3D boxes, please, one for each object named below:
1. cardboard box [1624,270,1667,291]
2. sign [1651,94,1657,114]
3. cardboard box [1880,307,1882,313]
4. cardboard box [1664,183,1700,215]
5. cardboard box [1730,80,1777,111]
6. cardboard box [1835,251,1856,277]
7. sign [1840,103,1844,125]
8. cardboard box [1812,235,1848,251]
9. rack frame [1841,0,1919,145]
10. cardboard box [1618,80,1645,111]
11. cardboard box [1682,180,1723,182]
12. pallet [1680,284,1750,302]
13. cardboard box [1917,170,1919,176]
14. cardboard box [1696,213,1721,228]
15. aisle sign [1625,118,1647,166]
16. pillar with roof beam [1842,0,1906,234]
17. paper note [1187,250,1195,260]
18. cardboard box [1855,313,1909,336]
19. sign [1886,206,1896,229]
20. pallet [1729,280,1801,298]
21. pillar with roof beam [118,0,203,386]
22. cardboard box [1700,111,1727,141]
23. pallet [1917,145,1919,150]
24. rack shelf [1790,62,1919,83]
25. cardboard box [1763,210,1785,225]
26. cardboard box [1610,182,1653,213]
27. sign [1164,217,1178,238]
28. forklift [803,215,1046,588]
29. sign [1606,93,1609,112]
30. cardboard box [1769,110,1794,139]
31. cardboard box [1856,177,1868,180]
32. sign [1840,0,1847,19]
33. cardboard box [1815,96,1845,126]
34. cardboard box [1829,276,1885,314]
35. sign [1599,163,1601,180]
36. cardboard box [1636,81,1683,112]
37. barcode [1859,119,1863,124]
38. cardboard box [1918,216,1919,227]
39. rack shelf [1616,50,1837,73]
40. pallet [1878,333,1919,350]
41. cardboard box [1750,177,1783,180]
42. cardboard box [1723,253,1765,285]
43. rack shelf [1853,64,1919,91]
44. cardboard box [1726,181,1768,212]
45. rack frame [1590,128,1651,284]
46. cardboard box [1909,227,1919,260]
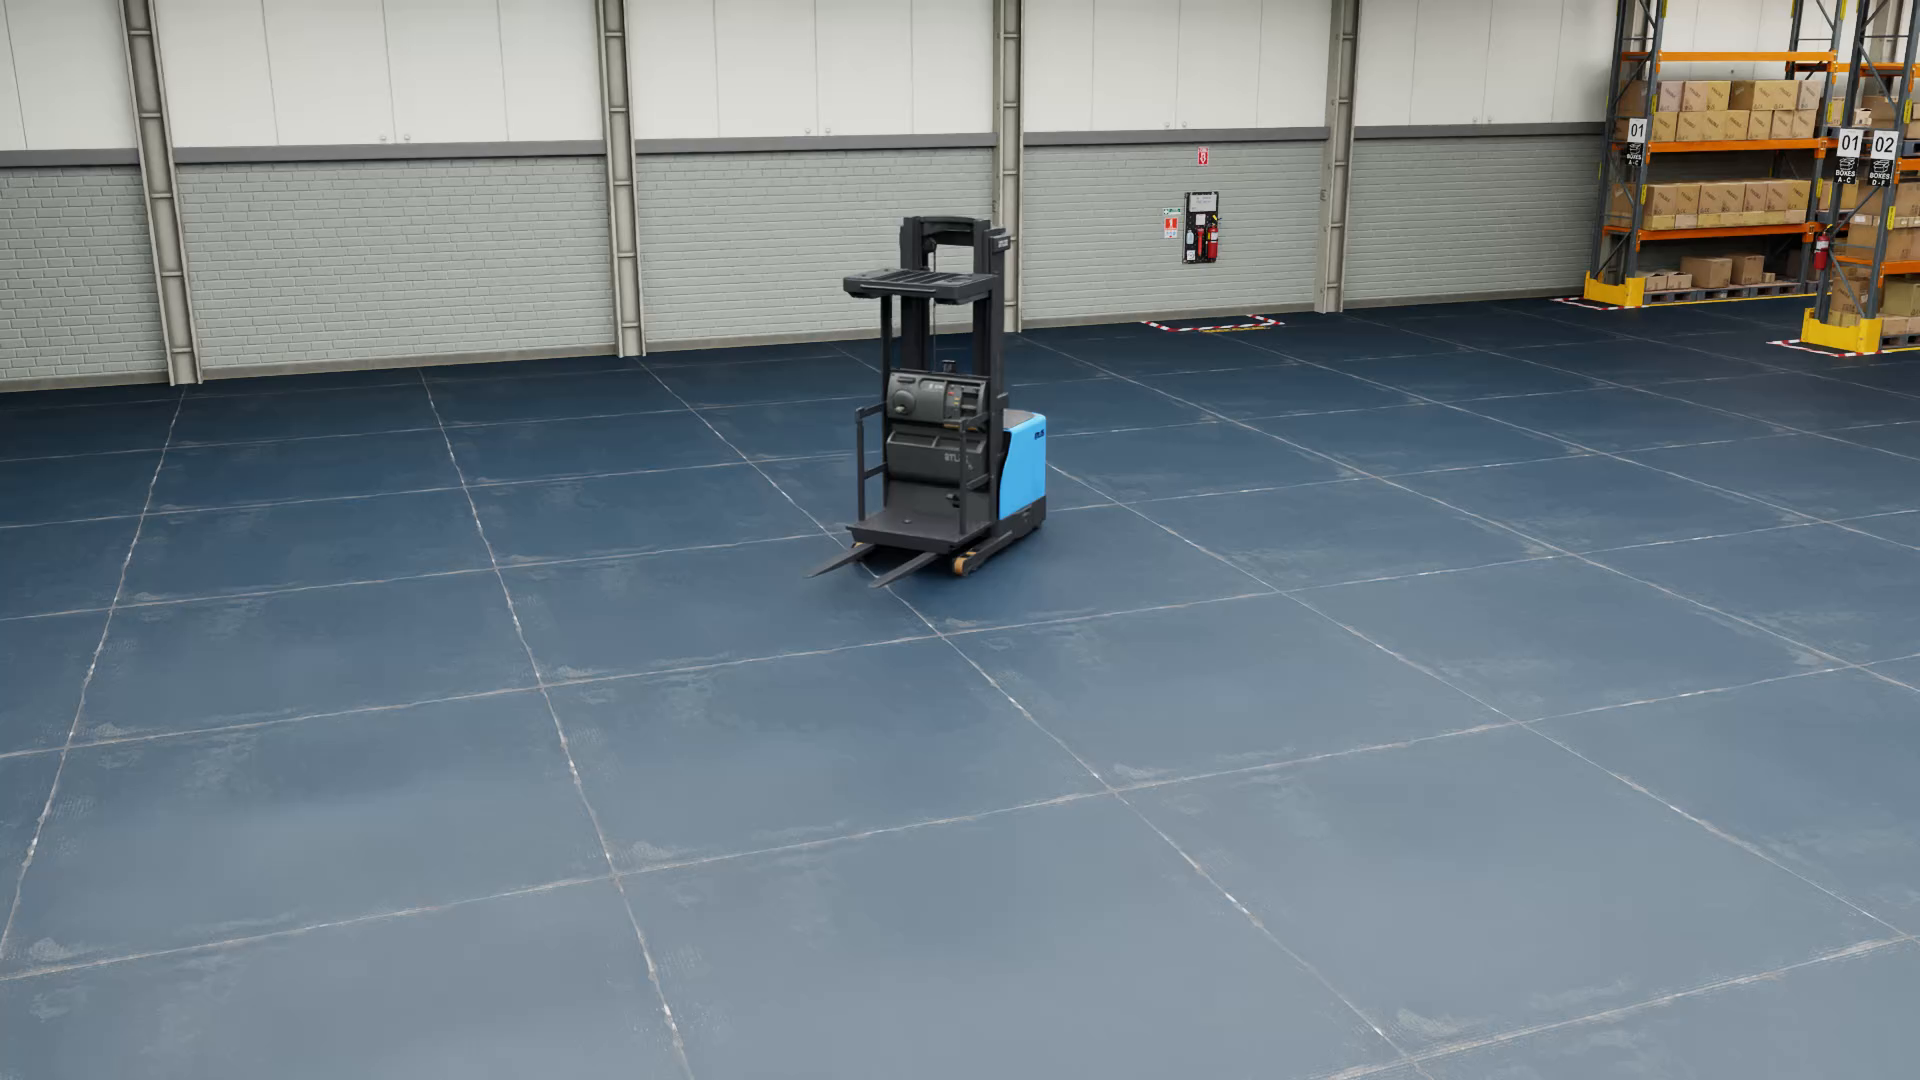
[{"bbox_3d":[12.281,-4.658,29.781,0.500,0.311,0.500,-8,18,-26],"label":"cardboard box"},{"bbox_3d":[11.797,-7.407,28.275,0.005,0.325,0.100,-6,17,-20],"label":"sign"},{"bbox_3d":[14.237,-3.456,25.830,0.500,0.250,0.500,-6,17,-20],"label":"cardboard box"},{"bbox_3d":[12.622,-6.005,29.275,0.500,0.500,0.500,-6,17,-20],"label":"cardboard box"},{"bbox_3d":[13.976,-7.836,29.299,0.500,0.500,0.500,-7,18,-22],"label":"cardboard box"},{"bbox_3d":[16.484,-5.250,31.461,0.500,0.500,0.700,-7,18,-21],"label":"cardboard box"},{"bbox_3d":[13.198,-6.359,24.825,0.005,0.325,0.100,-6,17,-20],"label":"sign"},{"bbox_3d":[16.430,-5.590,31.287,0.500,0.250,0.500,-7,18,-21],"label":"cardboard box"},{"bbox_3d":[13.379,-7.267,24.025,0.127,3.000,1.000,-6,17,-20],"label":"rack frame"},{"bbox_3d":[11.912,-7.780,29.109,0.500,0.500,0.500,-5,17,-18],"label":"cardboard box"},{"bbox_3d":[13.392,-6.244,30.090,0.500,0.500,0.500,-6,17,-19],"label":"cardboard box"},{"bbox_3d":[13.583,-4.556,30.389,1.213,0.211,1.003,-6,17,-20],"label":"pallet"},{"bbox_3d":[18.467,-6.989,31.617,0.250,0.149,0.380,-9,19,-29],"label":"cardboard box"},{"bbox_3d":[13.130,-5.701,29.569,0.500,0.250,0.500,-6,18,-21],"label":"cardboard box"},{"bbox_3d":[11.643,-6.853,28.647,0.004,0.787,0.394,-6,17,-20],"label":"aisle sign"},{"bbox_3d":[19.090,-8.340,27.680,0.400,9.000,9.100,-6,17,-20],"label":"pillar with roof beam"},{"bbox_3d":[3.833,-4.723,27.574,0.142,0.148,0.016,-6,17,-20],"label":"paper note"},{"bbox_3d":[13.960,-3.266,25.183,0.500,0.250,0.500,-6,17,-20],"label":"cardboard box"},{"bbox_3d":[13.572,-4.695,24.238,0.005,0.325,0.100,-6,17,-20],"label":"sign"},{"bbox_3d":[14.724,-4.680,30.811,1.213,0.211,1.003,-6,17,-20],"label":"pallet"},{"bbox_3d":[-8.923,-5.316,17.380,0.400,9.000,9.100,-6,17,-20],"label":"pillar with roof beam"},{"bbox_3d":[13.003,-7.254,29.093,0.500,0.500,0.500,-5,17,-18],"label":"cardboard box"},{"bbox_3d":[15.190,-5.974,25.102,1.213,0.211,1.003,-6,17,-20],"label":"pallet"},{"bbox_3d":[17.206,-8.638,30.680,4.000,0.370,1.077,-6,17,-20],"label":"rack shelf"},{"bbox_3d":[14.536,-5.857,30.101,0.500,0.250,0.500,-6,17,-20],"label":"cardboard box"},{"bbox_3d":[11.967,-6.092,29.572,0.500,0.500,0.500,-6,18,-21],"label":"cardboard box"},{"bbox_3d":[3.470,-5.134,27.346,0.234,0.329,0.001,-6,17,-20],"label":"sign"},{"bbox_3d":[-0.300,-1.238,14.263,1.130,2.935,3.031,8,18,25],"label":"forklift"},{"bbox_3d":[11.423,-7.703,29.264,0.005,0.325,0.100,-6,17,-20],"label":"sign"},{"bbox_3d":[14.478,-7.428,29.684,0.500,0.500,0.500,-8,18,-25],"label":"cardboard box"},{"bbox_3d":[16.954,-6.525,31.188,0.500,0.500,0.700,-4,17,-12],"label":"cardboard box"},{"bbox_3d":[15.515,-9.315,29.200,0.005,0.325,0.100,-6,17,-20],"label":"sign"},{"bbox_3d":[15.877,-7.817,30.301,0.500,0.500,0.500,-4,17,-12],"label":"cardboard box"},{"bbox_3d":[13.773,-3.763,25.544,0.500,0.500,0.500,-6,17,-20],"label":"cardboard box"},{"bbox_3d":[11.423,-6.547,29.604,0.005,0.325,0.100,-6,17,-20],"label":"sign"},{"bbox_3d":[12.050,-7.643,28.642,0.500,0.500,0.500,-8,18,-24],"label":"cardboard box"},{"bbox_3d":[13.488,-6.263,24.902,0.075,0.075,0.001,-6,17,-20],"label":"barcode"},{"bbox_3d":[14.302,-4.783,24.884,0.250,0.149,0.380,-6,17,-20],"label":"cardboard box"},{"bbox_3d":[13.471,-8.425,29.250,4.000,0.370,1.077,-6,17,-20],"label":"rack shelf"},{"bbox_3d":[14.078,-3.139,25.563,1.213,0.211,1.003,-6,17,-20],"label":"pallet"},{"bbox_3d":[14.825,-6.400,30.619,0.500,0.500,0.500,-7,18,-21],"label":"cardboard box"},{"bbox_3d":[14.383,-4.991,30.579,0.500,0.500,0.500,-8,18,-24],"label":"cardboard box"},{"bbox_3d":[15.247,-6.931,24.869,4.000,0.370,1.077,-6,17,-20],"label":"rack shelf"},{"bbox_3d":[14.069,-6.163,29.814,0.500,0.500,0.500,-7,18,-22],"label":"cardboard box"},{"bbox_3d":[11.603,-5.691,29.307,0.127,3.000,1.000,-6,17,-20],"label":"rack frame"},{"bbox_3d":[14.308,-4.534,25.190,0.500,0.500,0.700,-6,17,-19],"label":"cardboard box"}]
